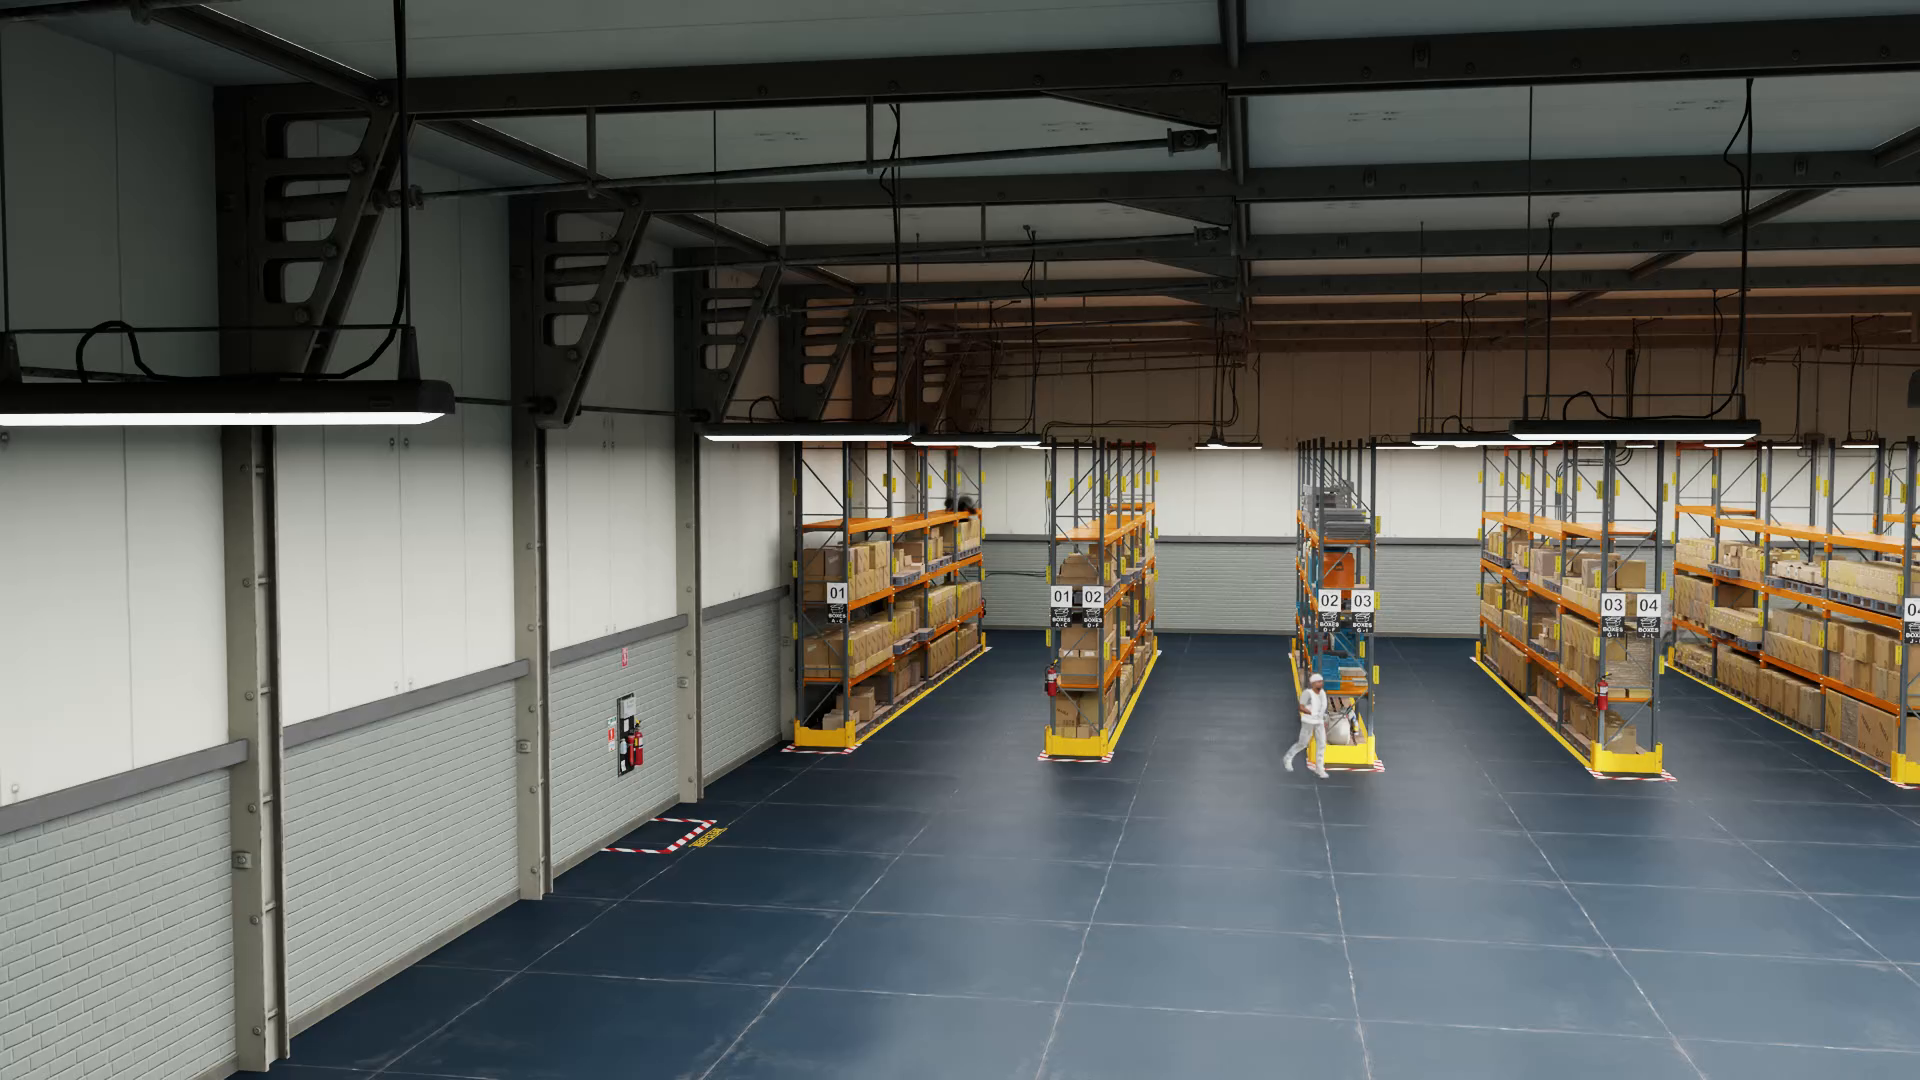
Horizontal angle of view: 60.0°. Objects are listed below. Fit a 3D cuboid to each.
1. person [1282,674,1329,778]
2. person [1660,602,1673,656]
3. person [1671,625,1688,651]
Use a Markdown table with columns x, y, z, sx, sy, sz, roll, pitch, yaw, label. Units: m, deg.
| x | y | z | sx | sy | sz | roll | pitch | yaw | label |
| --- | --- | --- | --- | --- | --- | --- | --- | --- | --- |
| 6.265 | 3.263 | 29.519 | 0.740 | 1.792 | 0.934 | -2 | 4 | -34 | person |
| 19.631 | 2.498 | 45.876 | 0.855 | 1.599 | 0.553 | -1 | 3 | -13 | person |
| 19.847 | 2.444 | 45.756 | 0.538 | 1.730 | 0.699 | 2 | 4 | 38 | person |
